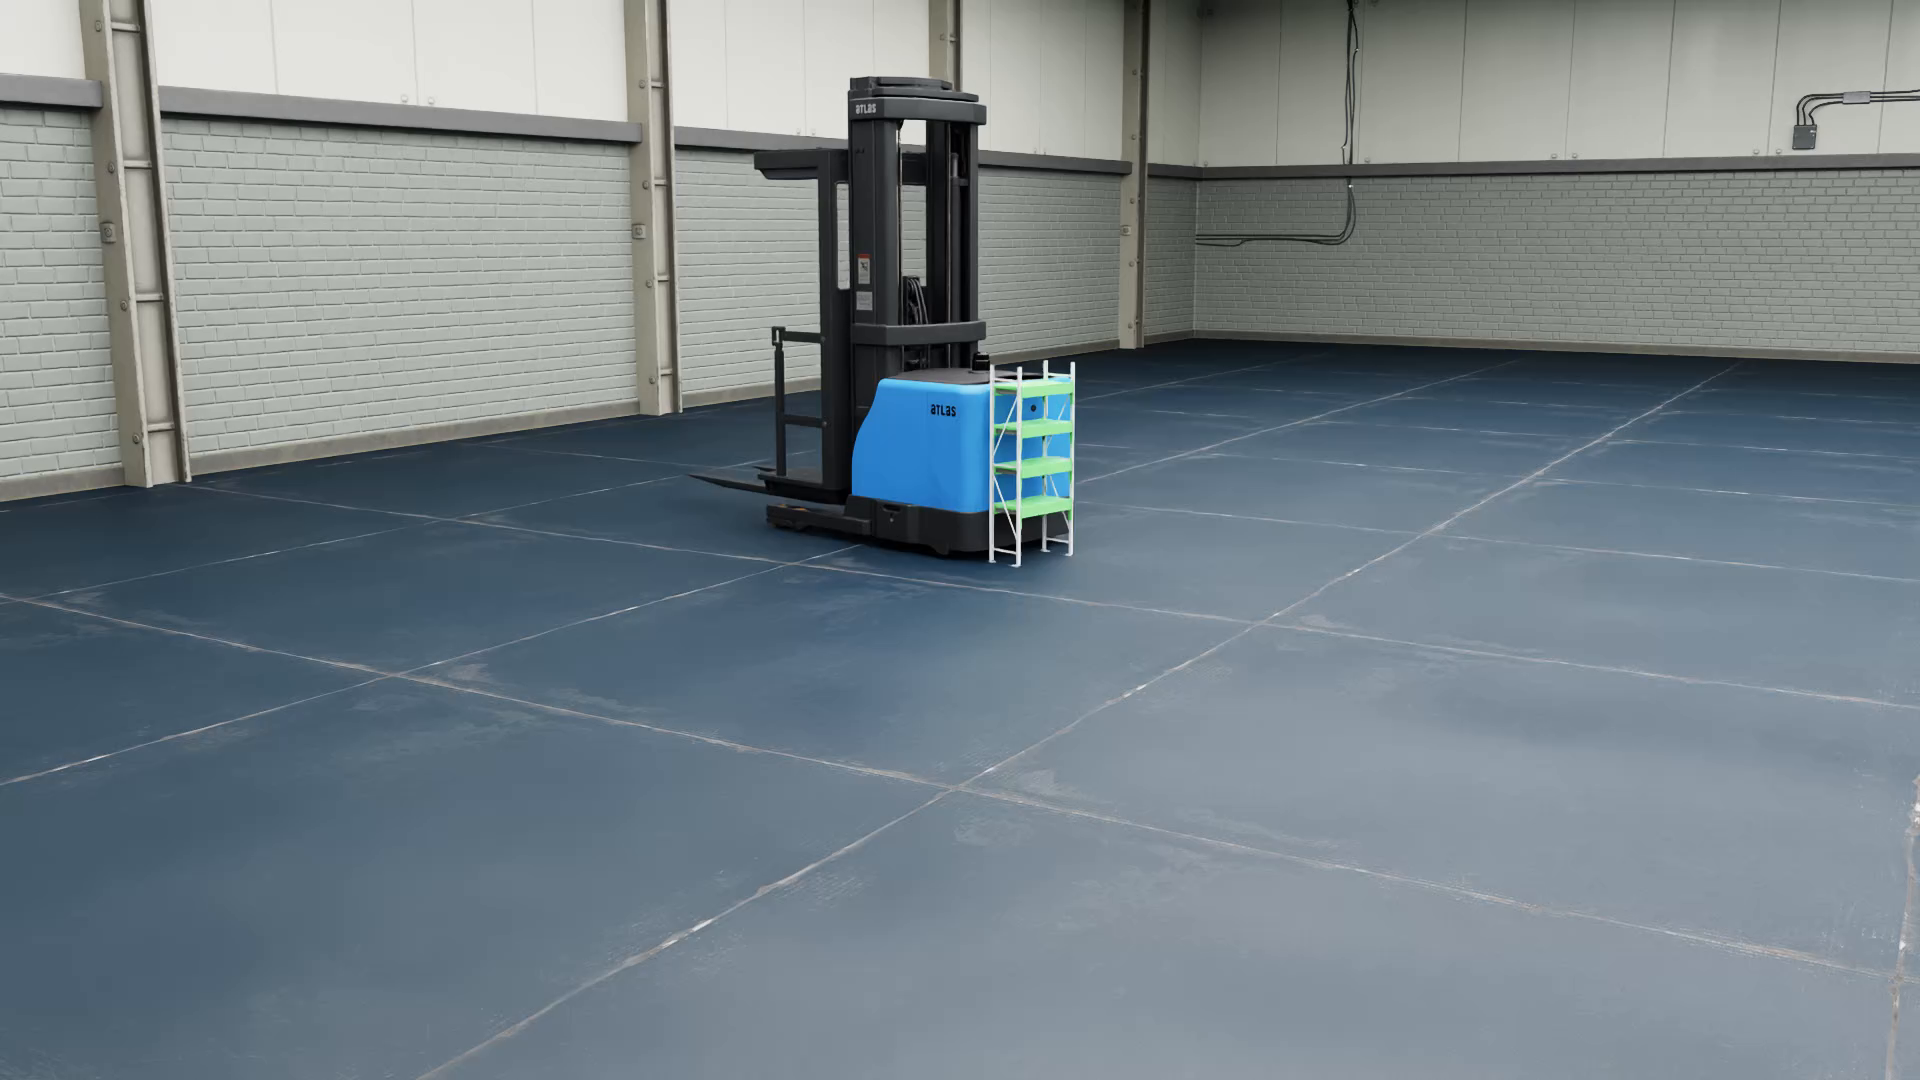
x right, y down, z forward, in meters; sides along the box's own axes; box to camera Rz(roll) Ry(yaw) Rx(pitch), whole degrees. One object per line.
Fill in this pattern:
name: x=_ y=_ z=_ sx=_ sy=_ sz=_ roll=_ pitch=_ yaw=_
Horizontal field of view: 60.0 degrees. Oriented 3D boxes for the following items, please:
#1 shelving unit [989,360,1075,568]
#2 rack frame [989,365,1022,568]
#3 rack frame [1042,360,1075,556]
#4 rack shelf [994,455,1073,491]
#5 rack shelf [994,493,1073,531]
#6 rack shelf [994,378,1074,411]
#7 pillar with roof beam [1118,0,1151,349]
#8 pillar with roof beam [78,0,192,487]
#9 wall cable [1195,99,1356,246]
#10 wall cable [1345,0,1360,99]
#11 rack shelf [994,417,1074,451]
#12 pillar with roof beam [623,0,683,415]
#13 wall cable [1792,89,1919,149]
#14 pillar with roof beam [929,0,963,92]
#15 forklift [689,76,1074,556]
shelving unit: x=0.440 y=-0.473 z=10.133 sx=0.258 sy=1.200 sz=0.503 roll=10 pitch=15 yaw=43
rack frame: x=0.271 y=-0.440 z=9.960 sx=0.240 sy=1.200 sz=0.015 roll=10 pitch=15 yaw=43
rack frame: x=0.609 y=-0.505 z=10.307 sx=0.240 sy=1.200 sz=0.015 roll=10 pitch=15 yaw=43
rack shelf: x=0.440 y=-0.410 z=10.145 sx=0.258 sy=0.148 sz=0.480 roll=10 pitch=15 yaw=43
rack shelf: x=0.440 y=-0.174 z=10.189 sx=0.258 sy=0.148 sz=0.480 roll=10 pitch=15 yaw=43
rack shelf: x=0.440 y=-0.882 z=10.057 sx=0.258 sy=0.148 sz=0.480 roll=10 pitch=15 yaw=43
pillar with roof beam: x=6.602 y=-7.301 z=25.411 sx=9.100 sy=9.000 sz=0.400 roll=6 pitch=12 yaw=31
pillar with roof beam: x=-2.743 y=-4.470 z=10.290 sx=9.100 sy=9.000 sz=0.400 roll=6 pitch=12 yaw=31
wall cable: x=5.582 y=-6.523 z=29.694 sx=3.097 sy=2.526 sz=0.112 roll=6 pitch=12 yaw=31
wall cable: x=7.895 y=-8.747 z=27.849 sx=3.097 sy=2.526 sz=0.112 roll=6 pitch=12 yaw=31
rack shelf: x=0.440 y=-0.646 z=10.101 sx=0.258 sy=0.148 sz=0.480 roll=10 pitch=15 yaw=43
pillar with roof beam: x=0.372 y=-5.413 z=15.331 sx=9.100 sy=9.000 sz=0.400 roll=6 pitch=12 yaw=31
wall cable: x=13.688 y=-8.811 z=24.237 sx=2.305 sy=6.003 sz=0.169 roll=6 pitch=12 yaw=31
pillar with roof beam: x=3.487 y=-6.357 z=20.371 sx=9.100 sy=9.000 sz=0.400 roll=6 pitch=12 yaw=31
forklift: x=-0.672 y=-1.552 z=11.196 sx=3.031 sy=2.935 sz=1.130 roll=10 pitch=15 yaw=43
